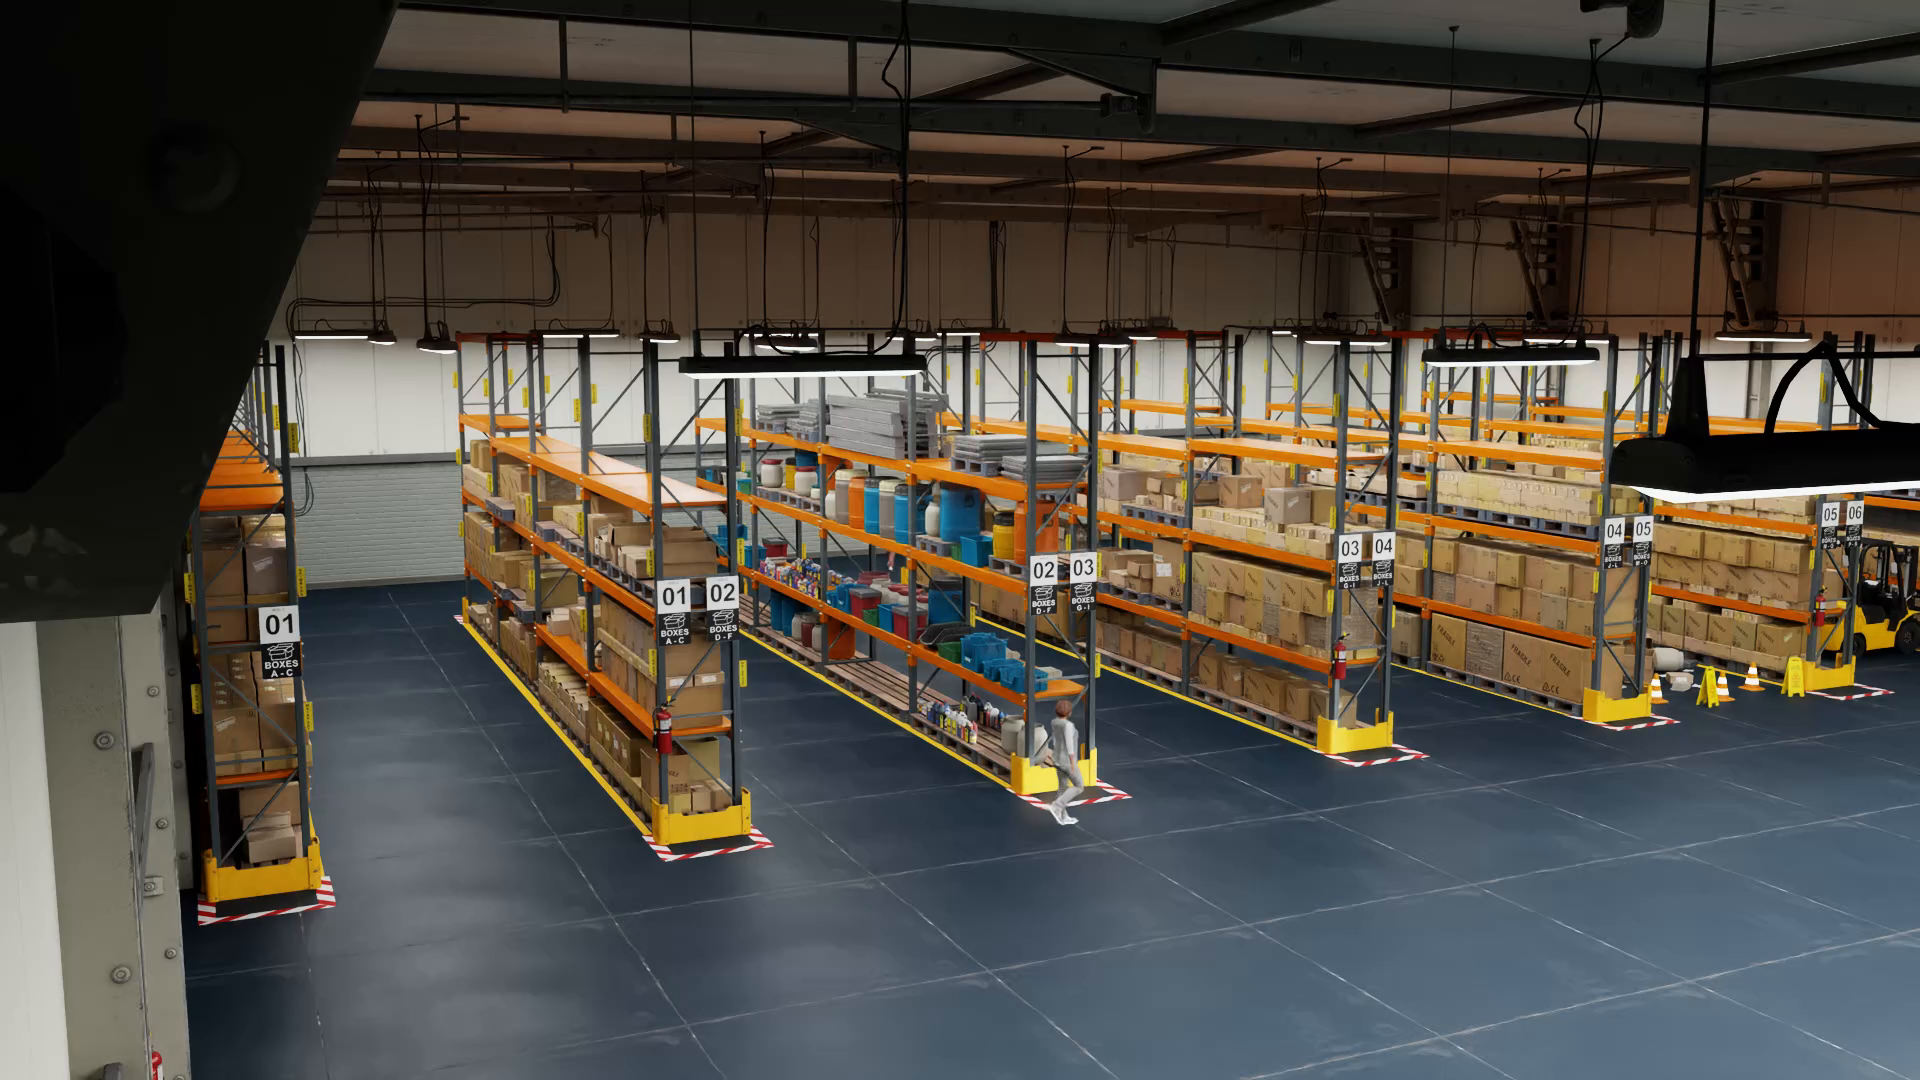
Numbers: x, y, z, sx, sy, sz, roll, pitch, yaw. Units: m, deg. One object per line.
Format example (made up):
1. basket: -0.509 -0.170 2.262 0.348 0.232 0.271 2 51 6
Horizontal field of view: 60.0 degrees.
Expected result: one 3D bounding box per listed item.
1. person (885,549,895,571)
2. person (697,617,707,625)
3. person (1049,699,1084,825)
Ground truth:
1. person: -1.744 -0.077 41.499 0.460 1.609 1.103 1 8 8
2. person: -5.182 0.971 33.297 0.576 1.723 1.139 -1 8 -5
3. person: 1.258 2.762 20.577 0.471 1.596 0.428 -4 9 -30
